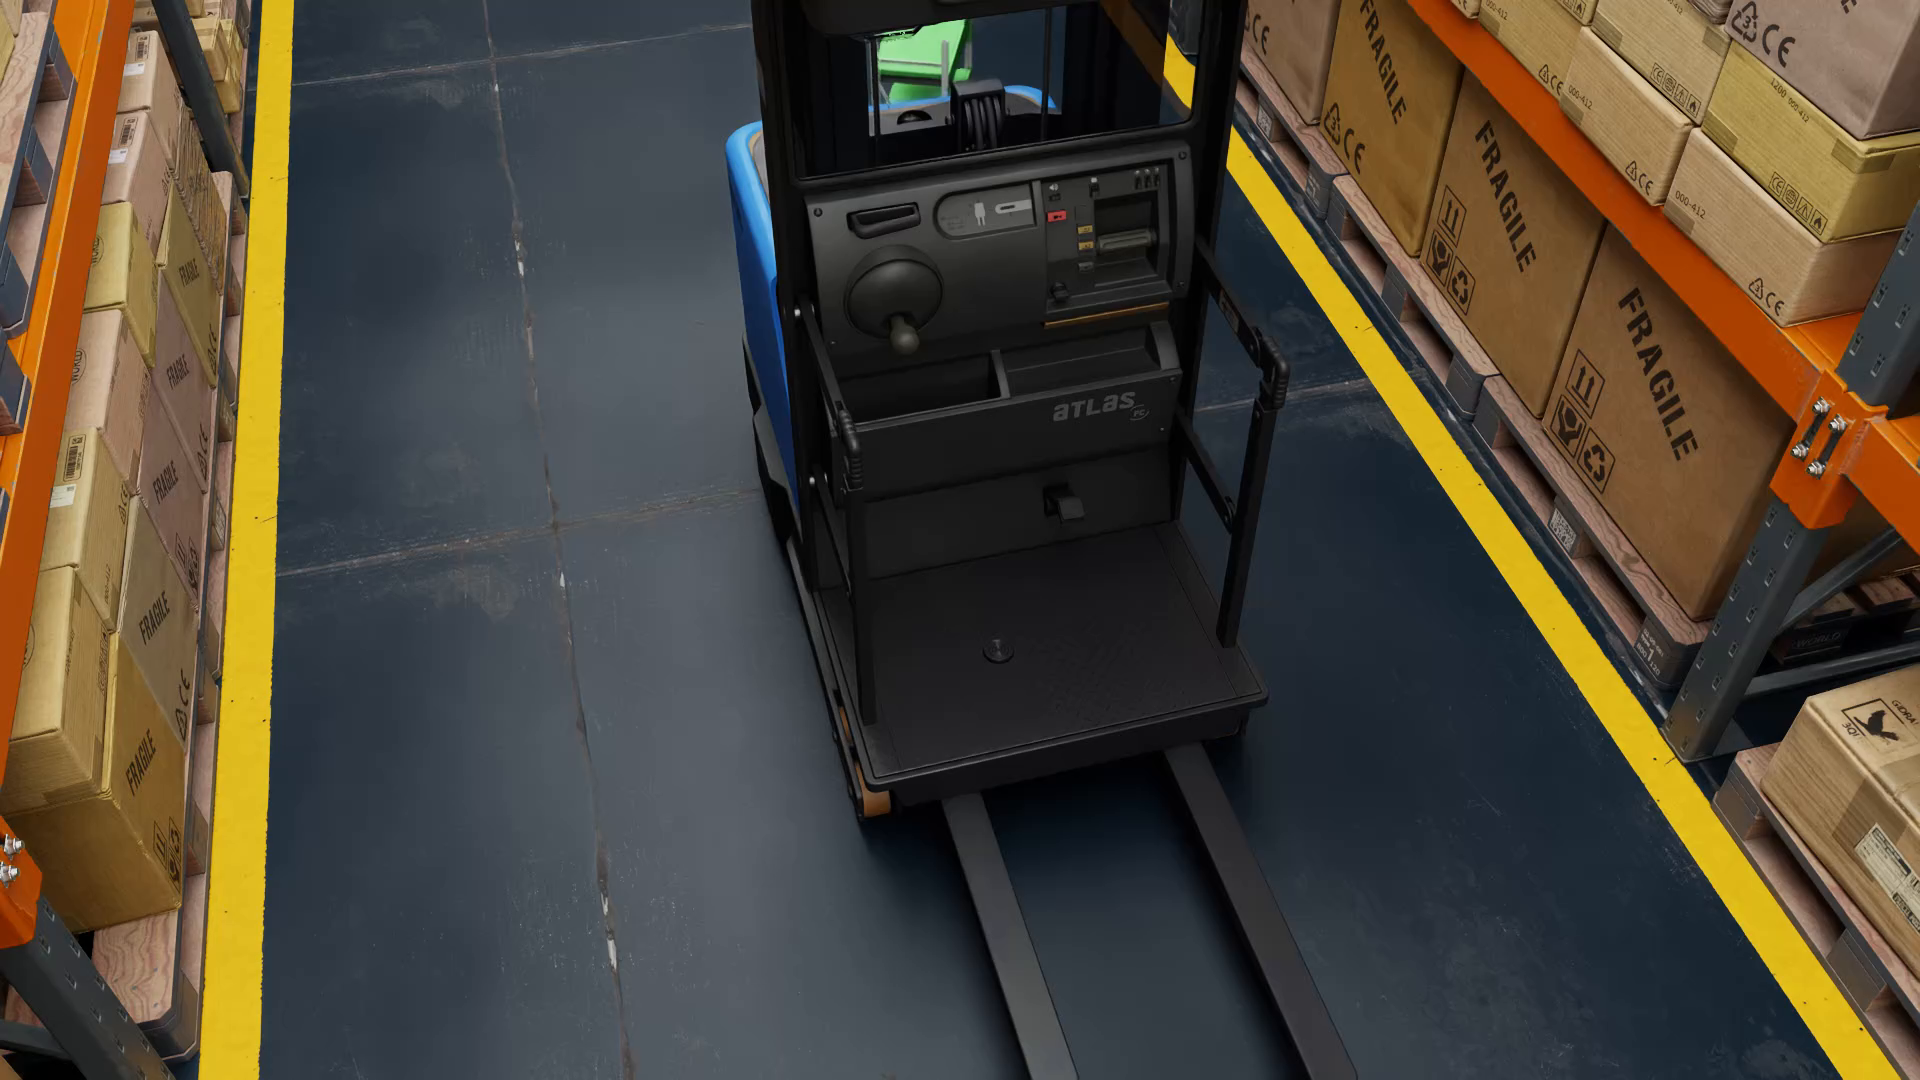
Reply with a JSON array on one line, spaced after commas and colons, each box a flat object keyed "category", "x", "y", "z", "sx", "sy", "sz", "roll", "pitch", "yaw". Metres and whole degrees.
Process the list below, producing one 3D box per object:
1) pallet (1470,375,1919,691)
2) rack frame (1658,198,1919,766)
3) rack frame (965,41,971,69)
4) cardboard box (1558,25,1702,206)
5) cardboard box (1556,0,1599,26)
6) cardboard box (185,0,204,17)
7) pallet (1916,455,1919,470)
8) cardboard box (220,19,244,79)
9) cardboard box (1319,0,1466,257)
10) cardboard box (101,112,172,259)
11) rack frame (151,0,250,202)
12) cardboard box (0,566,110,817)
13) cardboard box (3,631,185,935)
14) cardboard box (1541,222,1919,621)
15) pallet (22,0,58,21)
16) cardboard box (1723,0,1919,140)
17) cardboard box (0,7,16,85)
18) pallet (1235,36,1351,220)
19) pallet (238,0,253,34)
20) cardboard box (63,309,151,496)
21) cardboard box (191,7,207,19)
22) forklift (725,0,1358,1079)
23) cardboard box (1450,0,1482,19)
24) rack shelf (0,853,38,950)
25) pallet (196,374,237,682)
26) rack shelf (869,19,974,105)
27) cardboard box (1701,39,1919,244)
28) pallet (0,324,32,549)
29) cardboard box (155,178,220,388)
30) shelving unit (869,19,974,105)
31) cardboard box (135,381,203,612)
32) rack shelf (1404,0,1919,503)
[{"category": "pallet", "x": 2.350, "y": -0.137, "z": 5.236, "sx": 1.003, "sy": 0.211, "sz": 1.213, "roll": -11, "pitch": 47, "yaw": -10}, {"category": "rack frame", "x": 2.479, "y": -0.555, "z": 3.693, "sx": 1.000, "sy": 3.000, "sz": 0.127, "roll": -11, "pitch": 47, "yaw": -10}, {"category": "rack frame", "x": -0.081, "y": -1.451, "z": 5.831, "sx": 0.240, "sy": 1.200, "sz": 0.015, "roll": 6, "pitch": 46, "yaw": 6}, {"category": "cardboard box", "x": 1.953, "y": -1.154, "z": 4.385, "sx": 0.500, "sy": 0.250, "sz": 0.500, "roll": -10, "pitch": 46, "yaw": -10}, {"category": "cardboard box", "x": 1.824, "y": -1.668, "z": 4.539, "sx": 0.500, "sy": 0.250, "sz": 0.500, "roll": -12, "pitch": 47, "yaw": -11}, {"category": "cardboard box", "x": -3.205, "y": -2.175, "z": 6.567, "sx": 0.380, "sy": 0.149, "sz": 0.250, "roll": -9, "pitch": 46, "yaw": -8}, {"category": "pallet", "x": 2.765, "y": -0.015, "z": 3.299, "sx": 1.213, "sy": 0.211, "sz": 1.003, "roll": -11, "pitch": 47, "yaw": -10}, {"category": "cardboard box", "x": -3.155, "y": -1.984, "z": 6.796, "sx": 0.380, "sy": 0.149, "sz": 0.250, "roll": -9, "pitch": 46, "yaw": -9}, {"category": "cardboard box", "x": 1.930, "y": -1.684, "z": 5.994, "sx": 0.875, "sy": 0.875, "sz": 0.875, "roll": -9, "pitch": 46, "yaw": -9}, {"category": "cardboard box", "x": -2.750, "y": -1.051, "z": 5.110, "sx": 0.500, "sy": 0.250, "sz": 0.500, "roll": -9, "pitch": 46, "yaw": -8}, {"category": "rack frame", "x": -3.304, "y": -2.341, "z": 5.444, "sx": 1.000, "sy": 3.000, "sz": 0.127, "roll": -11, "pitch": 47, "yaw": -10}, {"category": "cardboard box", "x": -2.222, "y": 0.365, "z": 3.723, "sx": 0.500, "sy": 0.250, "sz": 0.500, "roll": -13, "pitch": 47, "yaw": -12}, {"category": "cardboard box", "x": -2.214, "y": 0.613, "z": 4.005, "sx": 0.500, "sy": 0.500, "sz": 0.500, "roll": -13, "pitch": 47, "yaw": -12}, {"category": "cardboard box", "x": 2.383, "y": -0.450, "z": 4.784, "sx": 0.875, "sy": 0.875, "sz": 0.875, "roll": -11, "pitch": 47, "yaw": -11}, {"category": "pallet", "x": -3.249, "y": -1.720, "z": 4.970, "sx": 1.003, "sy": 0.211, "sz": 1.213, "roll": -11, "pitch": 47, "yaw": -10}, {"category": "cardboard box", "x": 2.094, "y": -1.249, "z": 3.603, "sx": 0.500, "sy": 0.500, "sz": 0.500, "roll": -12, "pitch": 47, "yaw": -11}, {"category": "cardboard box", "x": -2.674, "y": -1.264, "z": 4.270, "sx": 0.380, "sy": 0.149, "sz": 0.250, "roll": -9, "pitch": 46, "yaw": -9}, {"category": "pallet", "x": 1.726, "y": -1.821, "z": 6.887, "sx": 1.003, "sy": 0.211, "sz": 1.213, "roll": -11, "pitch": 47, "yaw": -10}, {"category": "pallet", "x": -3.826, "y": -2.666, "z": 7.715, "sx": 1.003, "sy": 0.211, "sz": 1.213, "roll": -11, "pitch": 47, "yaw": -10}, {"category": "cardboard box", "x": -2.467, "y": -0.329, "z": 4.403, "sx": 0.500, "sy": 0.250, "sz": 0.500, "roll": -10, "pitch": 46, "yaw": -10}, {"category": "cardboard box", "x": -3.239, "y": -2.062, "z": 6.664, "sx": 0.380, "sy": 0.149, "sz": 0.250, "roll": -10, "pitch": 46, "yaw": -10}, {"category": "forklift", "x": 0.167, "y": -0.592, "z": 3.778, "sx": 1.130, "sy": 2.935, "sz": 3.031, "roll": -11, "pitch": 47, "yaw": -11}, {"category": "cardboard box", "x": 1.682, "y": -1.851, "z": 5.069, "sx": 0.500, "sy": 0.250, "sz": 0.500, "roll": -11, "pitch": 47, "yaw": -11}, {"category": "rack shelf", "x": -1.768, "y": 2.053, "z": 1.642, "sx": 1.077, "sy": 0.370, "sz": 4.000, "roll": -11, "pitch": 47, "yaw": -10}, {"category": "pallet", "x": -2.787, "y": 0.016, "z": 5.087, "sx": 1.003, "sy": 0.211, "sz": 1.213, "roll": -11, "pitch": 47, "yaw": -10}, {"category": "rack shelf", "x": -0.118, "y": -1.573, "z": 5.366, "sx": 0.258, "sy": 0.148, "sz": 0.480, "roll": 6, "pitch": 46, "yaw": 6}, {"category": "cardboard box", "x": 2.110, "y": -0.965, "z": 3.850, "sx": 0.500, "sy": 0.250, "sz": 0.500, "roll": -11, "pitch": 47, "yaw": -10}, {"category": "pallet", "x": -2.565, "y": 0.015, "z": 3.269, "sx": 1.213, "sy": 0.211, "sz": 1.003, "roll": -11, "pitch": 47, "yaw": -10}, {"category": "cardboard box", "x": -2.740, "y": -0.794, "z": 5.384, "sx": 0.500, "sy": 0.500, "sz": 0.500, "roll": -12, "pitch": 47, "yaw": -11}, {"category": "shelving unit", "x": -0.118, "y": -1.279, "z": 5.661, "sx": 0.258, "sy": 1.200, "sz": 0.503, "roll": 6, "pitch": 46, "yaw": 6}, {"category": "cardboard box", "x": -2.482, "y": -0.087, "z": 4.691, "sx": 0.500, "sy": 0.500, "sz": 0.500, "roll": -12, "pitch": 47, "yaw": -11}, {"category": "rack shelf", "x": 1.967, "y": -1.684, "z": 5.303, "sx": 1.077, "sy": 0.370, "sz": 4.000, "roll": -11, "pitch": 47, "yaw": -10}]
